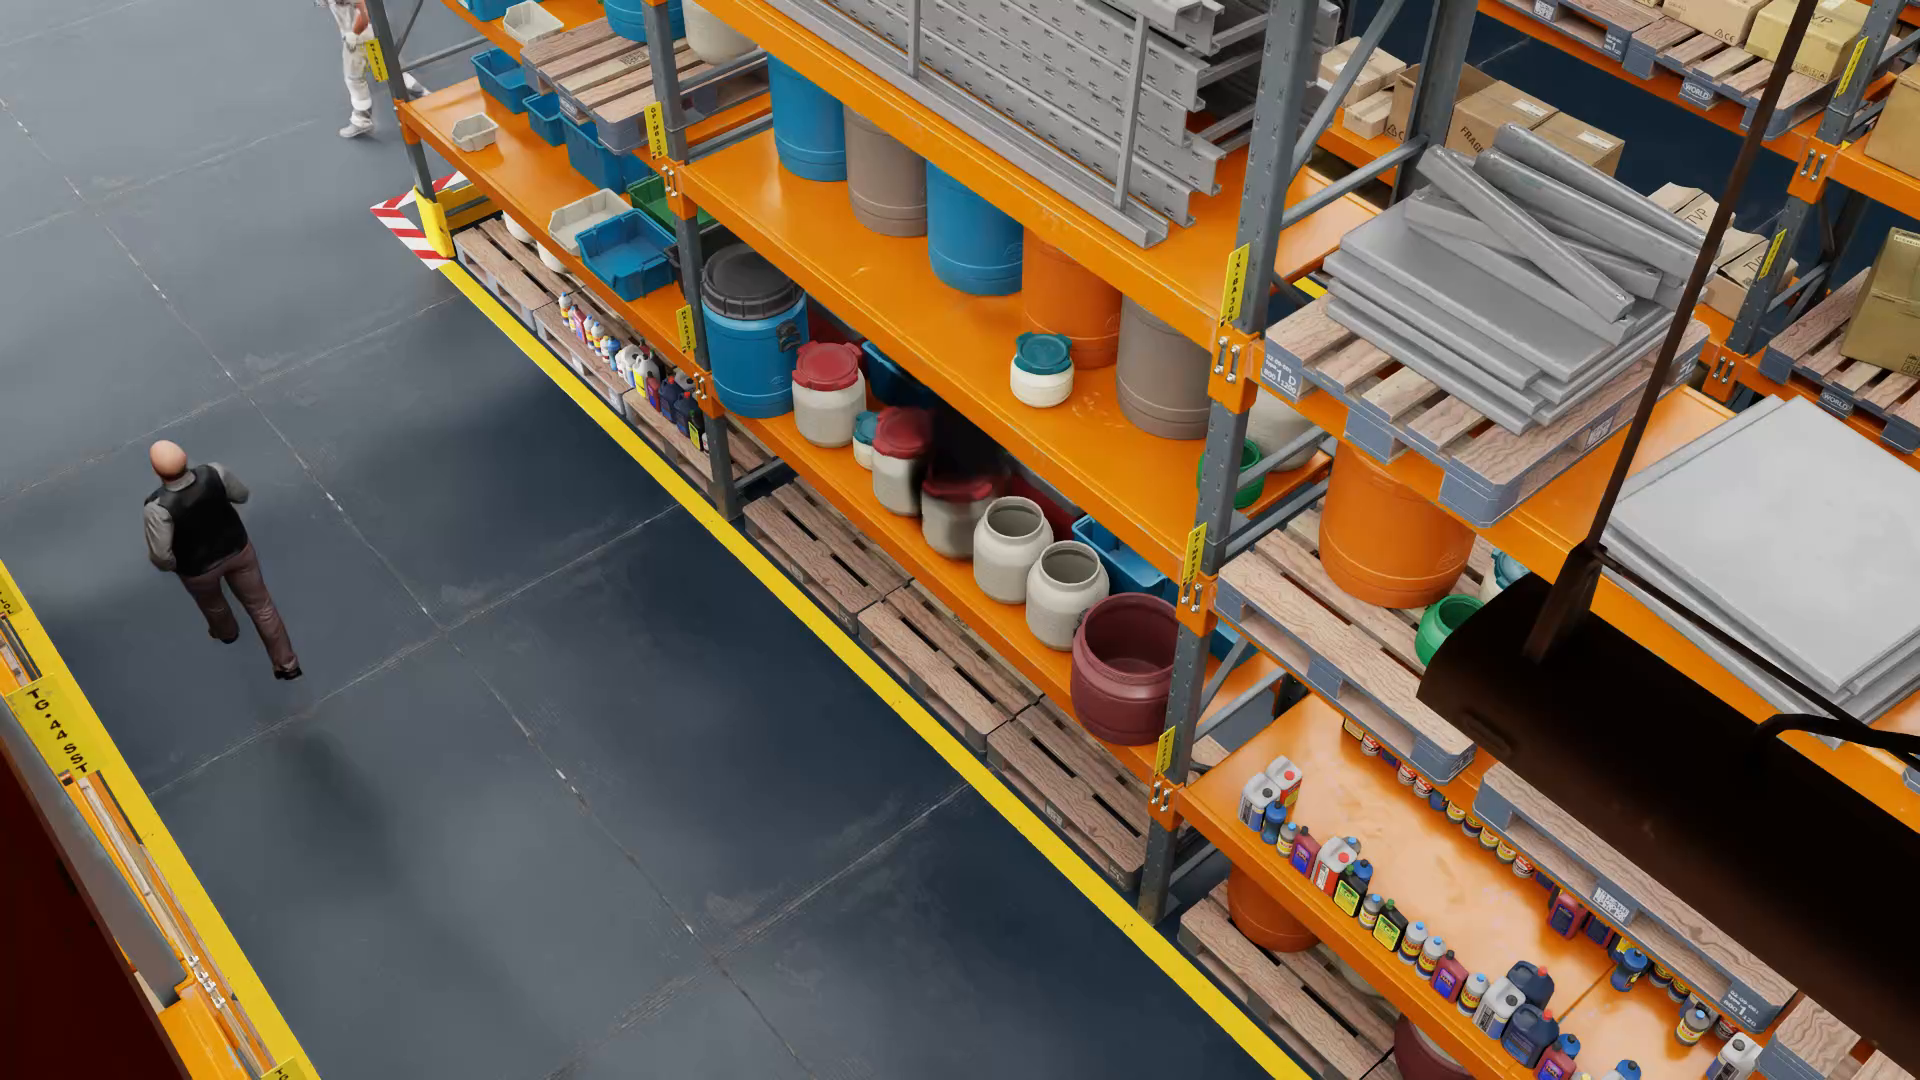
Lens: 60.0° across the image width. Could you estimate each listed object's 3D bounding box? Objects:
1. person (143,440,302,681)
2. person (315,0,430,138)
[{"bbox_3d":[-4.175,0.103,9.288,0.657,1.754,0.882,-36,56,-29],"label":"person"},{"bbox_3d":[-4.889,-4.142,13.669,0.878,1.811,0.685,0,46,0],"label":"person"}]
